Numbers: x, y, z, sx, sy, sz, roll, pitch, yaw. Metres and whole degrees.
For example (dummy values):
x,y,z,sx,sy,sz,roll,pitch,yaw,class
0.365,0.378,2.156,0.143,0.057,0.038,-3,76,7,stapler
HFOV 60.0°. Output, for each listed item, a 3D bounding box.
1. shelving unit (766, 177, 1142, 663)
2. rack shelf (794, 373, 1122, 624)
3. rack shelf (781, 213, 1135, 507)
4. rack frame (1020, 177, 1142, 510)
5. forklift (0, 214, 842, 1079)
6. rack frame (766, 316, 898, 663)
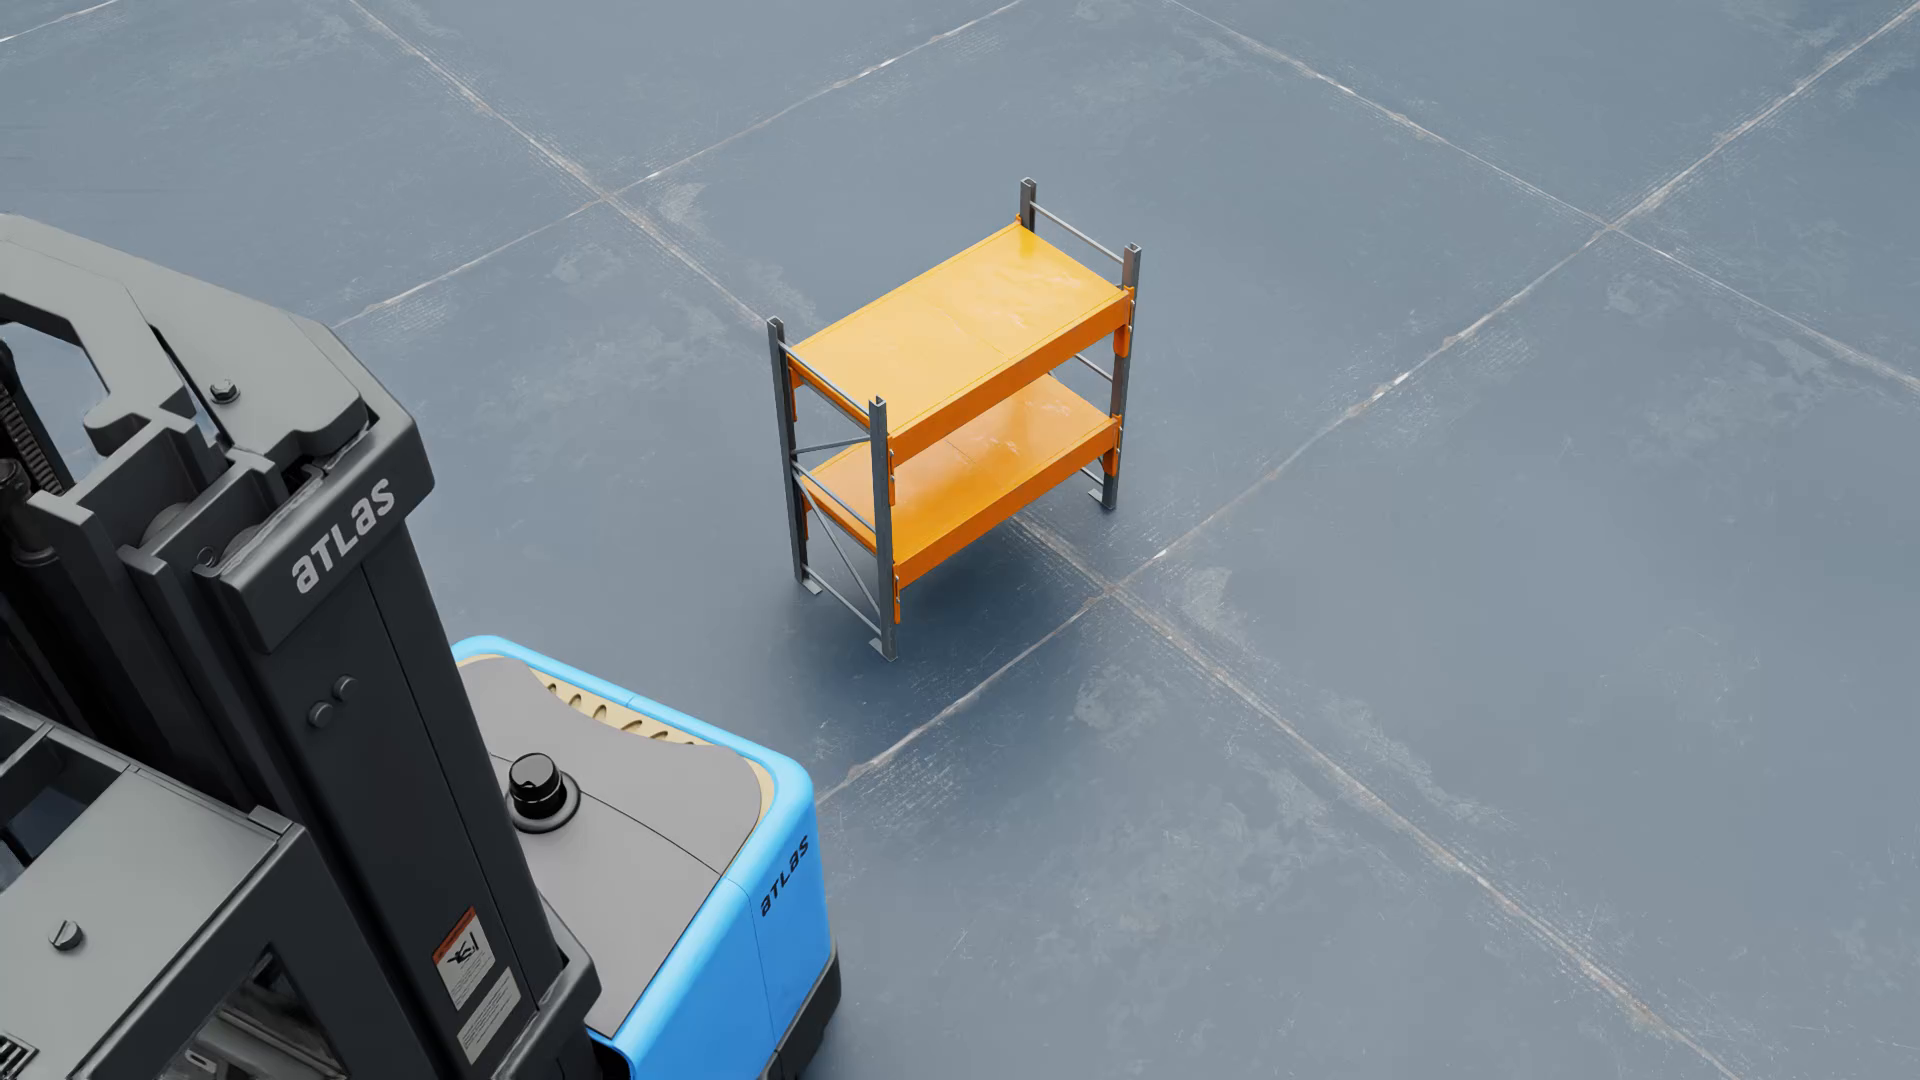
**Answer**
x,y,z,sx,sy,sz,roll,pitch,yaw,class
-0.005,-0.378,5.334,1.048,1.125,0.538,-34,56,-27,shelving unit
-0.005,-0.212,5.513,1.000,0.278,0.538,-34,56,-27,rack shelf
-0.005,-0.577,5.118,1.000,0.278,0.538,-34,56,-27,rack shelf
0.371,-0.629,5.565,0.032,1.125,0.500,-34,56,-27,rack frame
-1.423,1.076,2.763,1.130,2.935,3.031,20,50,17,forklift
-0.381,-0.127,5.102,0.032,1.125,0.500,-34,56,-27,rack frame
